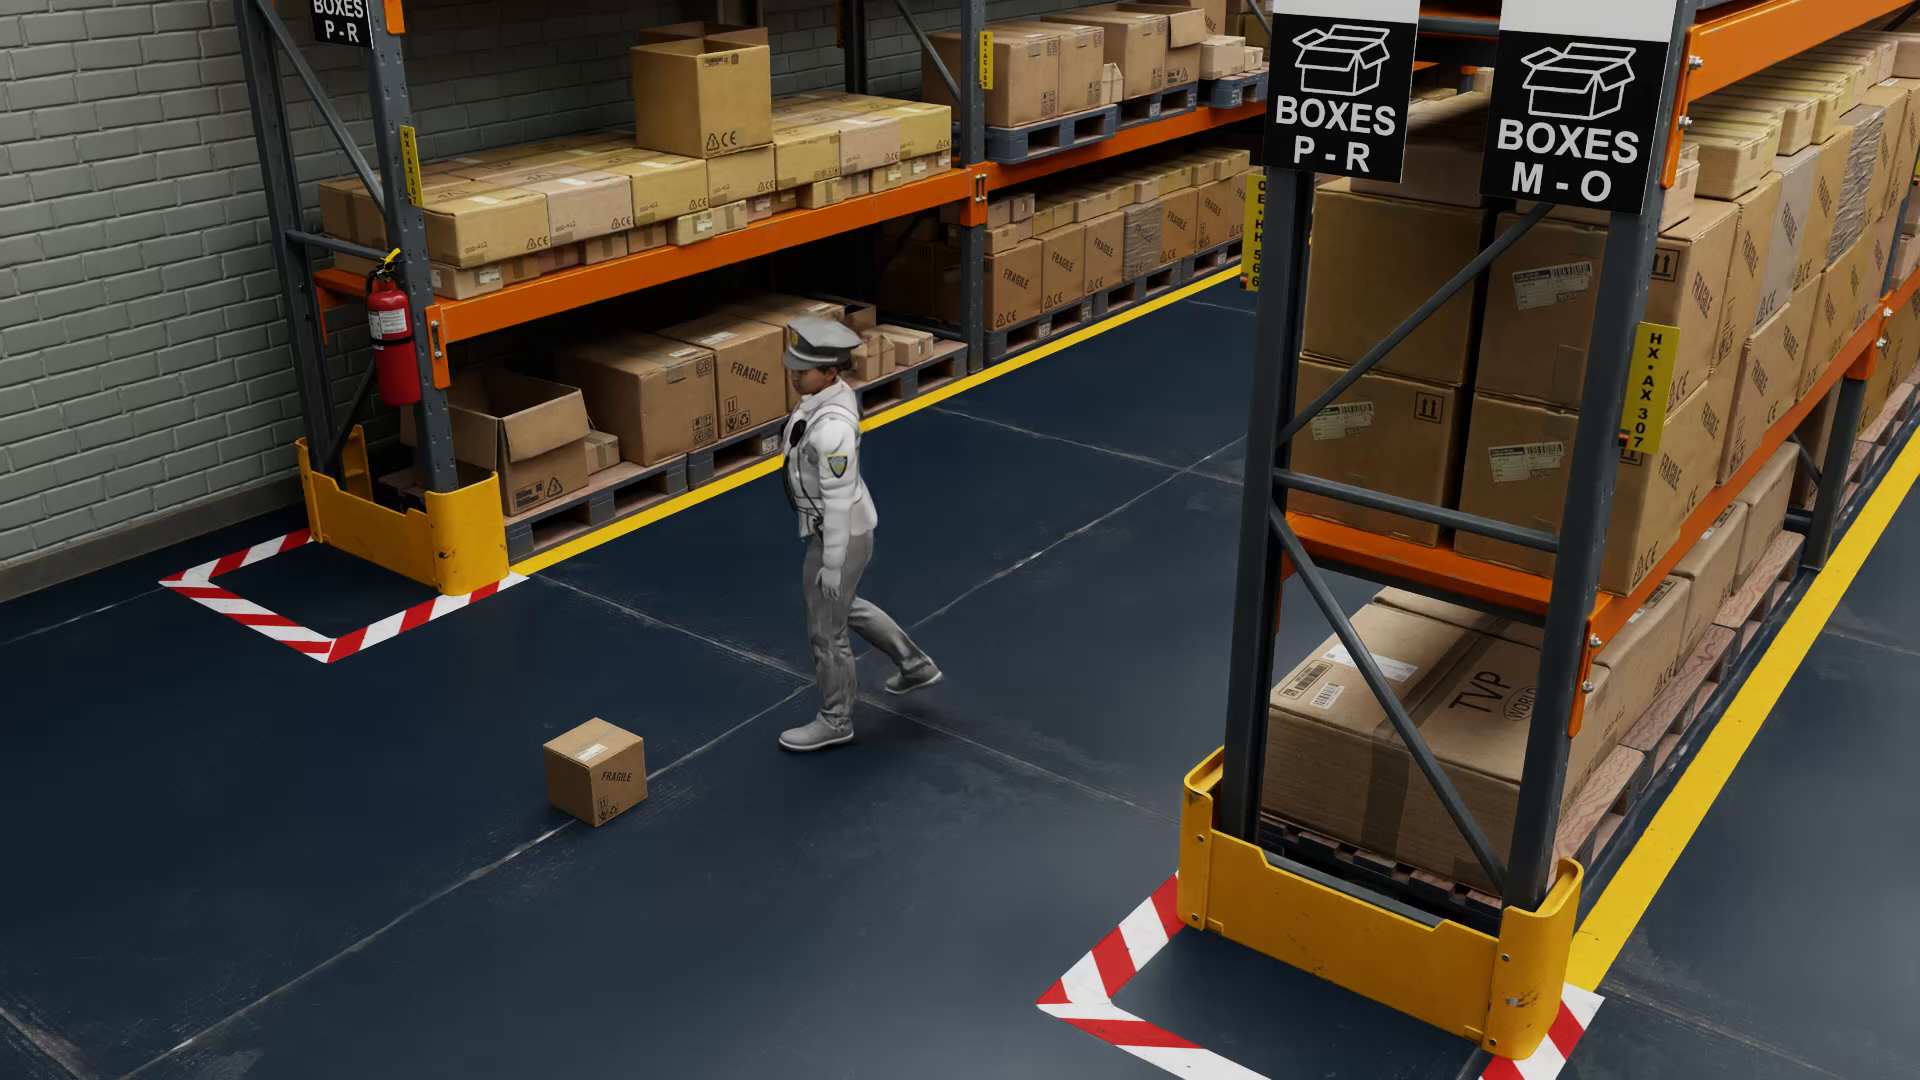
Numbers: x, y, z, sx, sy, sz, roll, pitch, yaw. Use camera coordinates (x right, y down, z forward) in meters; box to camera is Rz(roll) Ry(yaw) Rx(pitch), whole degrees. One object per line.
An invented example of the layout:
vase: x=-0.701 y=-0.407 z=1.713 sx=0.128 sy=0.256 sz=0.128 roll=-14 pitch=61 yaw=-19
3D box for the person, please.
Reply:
person: x=-0.376 y=-0.012 z=6.089 sx=0.635 sy=1.662 sz=0.504 roll=-1 pitch=24 yaw=-3
